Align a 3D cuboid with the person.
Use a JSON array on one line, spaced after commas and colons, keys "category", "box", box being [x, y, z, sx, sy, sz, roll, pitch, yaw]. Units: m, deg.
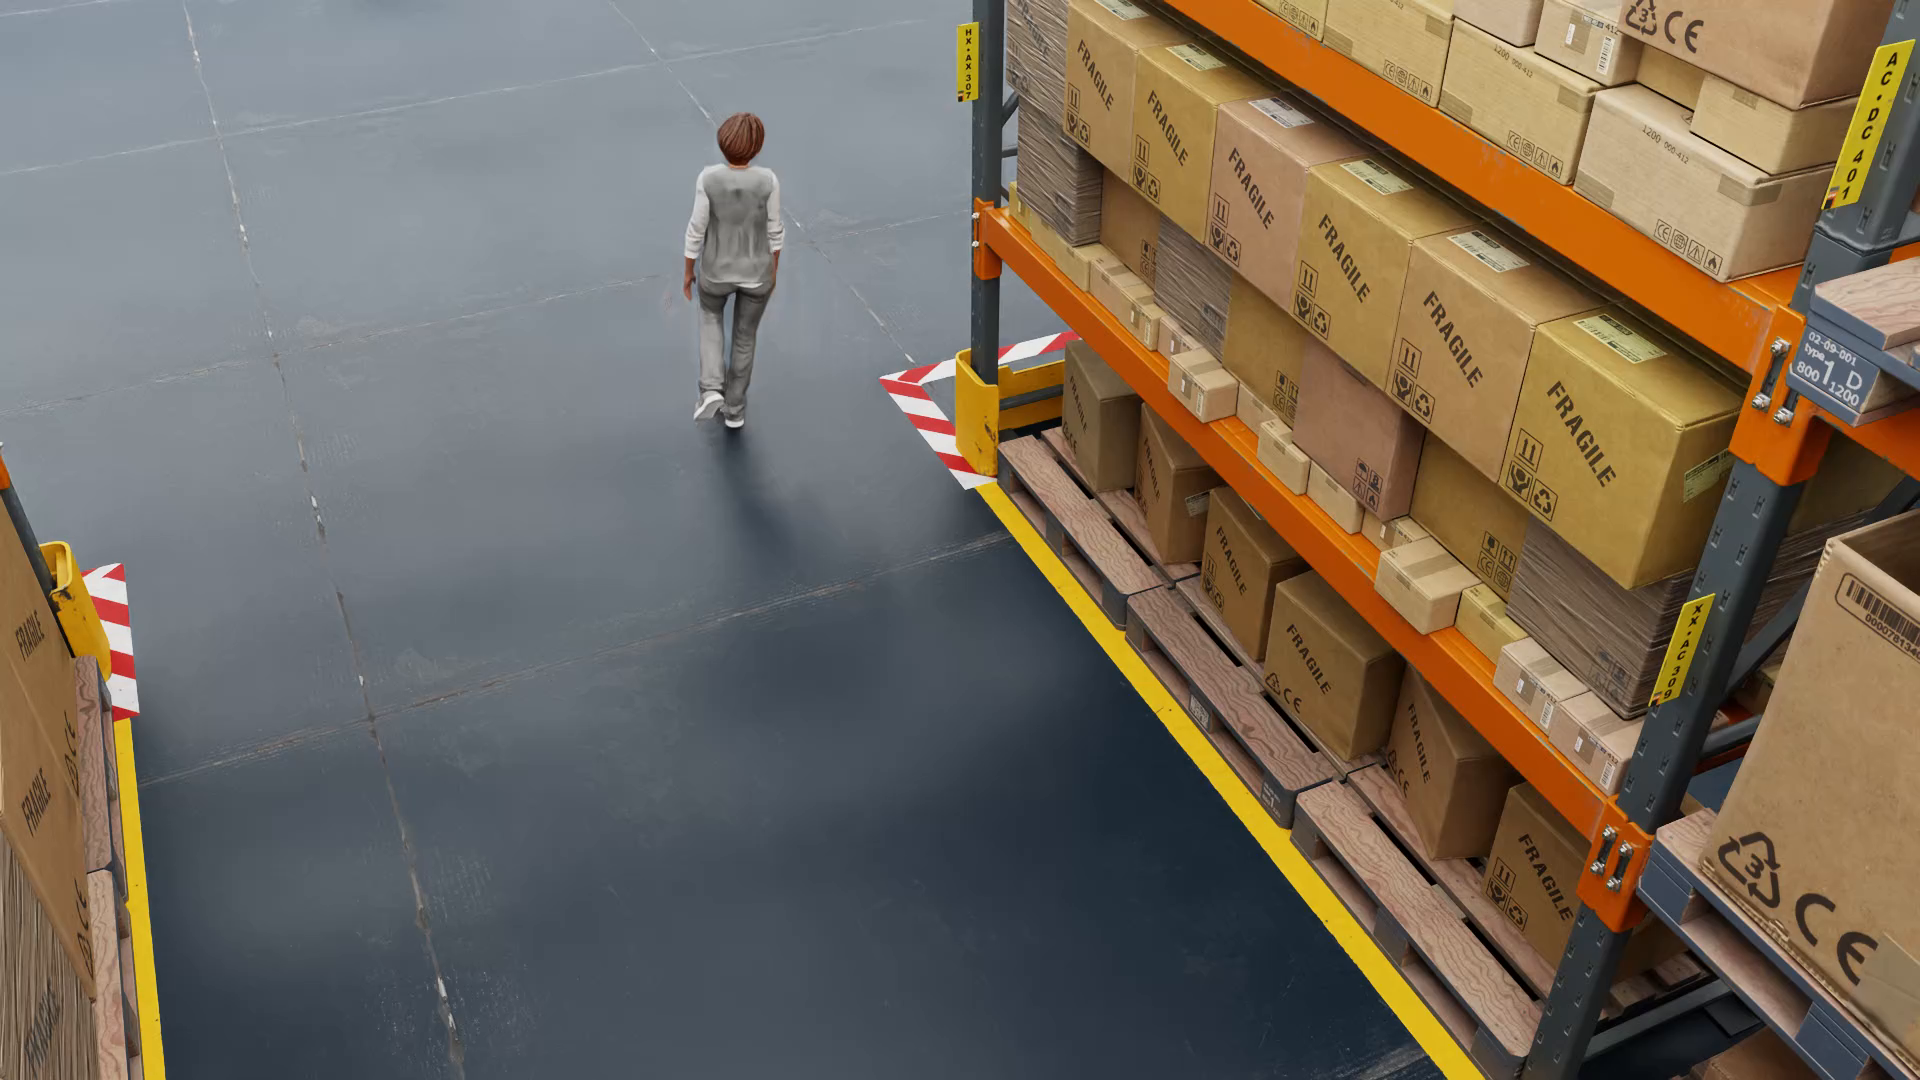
[{"category": "person", "box": [-1.057, -1.255, 7.744, 0.503, 1.578, 0.388, -3, 38, -4]}]
